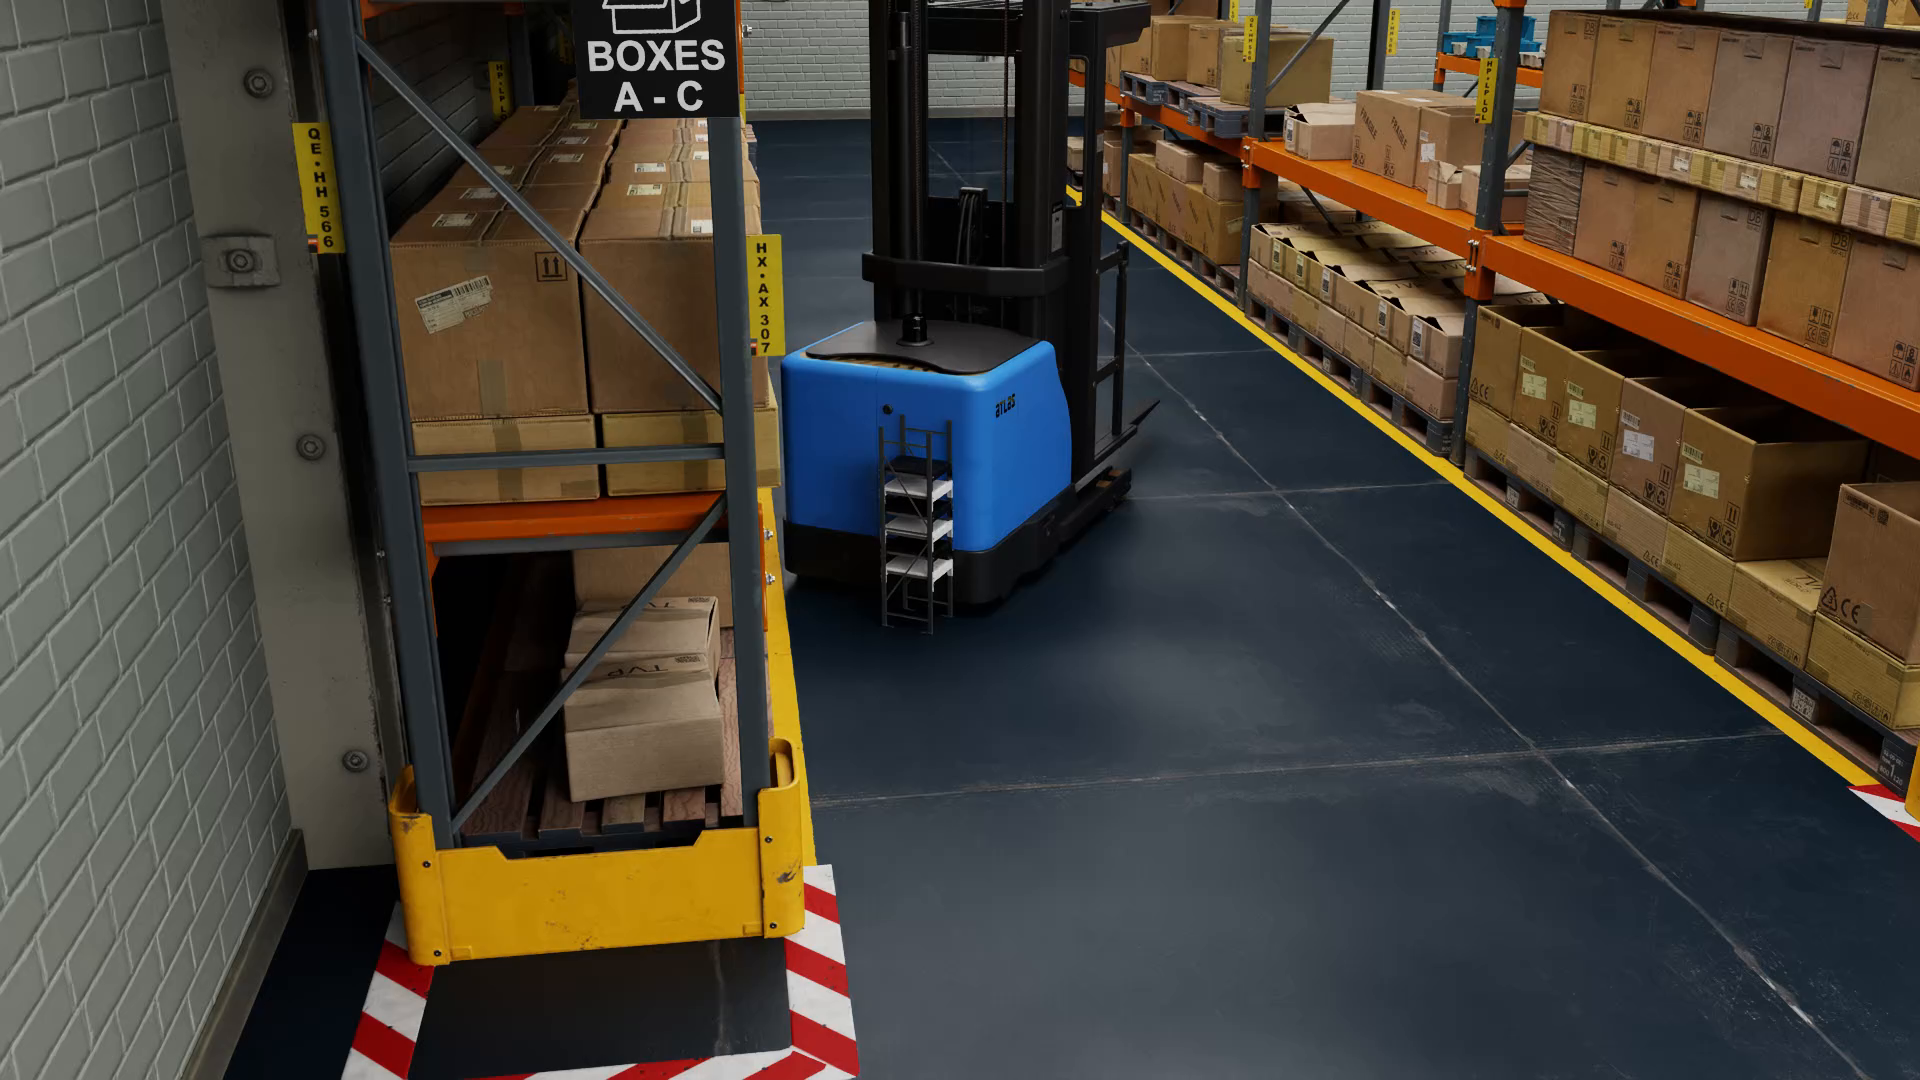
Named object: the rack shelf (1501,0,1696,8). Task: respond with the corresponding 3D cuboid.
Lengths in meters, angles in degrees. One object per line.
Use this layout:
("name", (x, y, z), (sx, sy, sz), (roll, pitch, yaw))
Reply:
("rack shelf", (3.555, -2.229, 6.637), (1.077, 0.370, 4.000), (-3, 21, -8))

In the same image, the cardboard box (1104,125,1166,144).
("cardboard box", (1.837, -4.310, 18.407), (0.797, 0.503, 0.637), (-3, 21, -8))

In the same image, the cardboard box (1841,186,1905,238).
("cardboard box", (3.489, -1.208, 6.092), (0.380, 0.149, 0.250), (-3, 21, -7))

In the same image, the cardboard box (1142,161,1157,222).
("cardboard box", (2.030, -3.294, 15.692), (0.500, 0.500, 0.500), (-3, 21, -7))

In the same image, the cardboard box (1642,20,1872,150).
("cardboard box", (3.482, -2.006, 7.302), (0.700, 0.500, 0.500), (-3, 21, -8))

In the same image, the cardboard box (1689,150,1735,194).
("cardboard box", (3.340, -1.565, 7.048), (0.380, 0.149, 0.250), (-3, 21, -8))

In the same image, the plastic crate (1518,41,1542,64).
("plastic crate", (6.382, -5.544, 18.926), (0.416, 0.233, 0.300), (-3, 21, -8))

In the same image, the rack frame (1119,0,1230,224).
("rack frame", (2.113, -4.623, 16.306), (1.000, 3.000, 0.127), (-3, 21, -8))

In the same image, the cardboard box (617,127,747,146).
("cardboard box", (-1.121, -1.397, 6.782), (0.500, 0.500, 0.500), (-4, 21, -9))

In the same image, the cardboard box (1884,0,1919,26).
("cardboard box", (11.295, -6.394, 19.767), (0.500, 0.500, 0.500), (-3, 21, -9))

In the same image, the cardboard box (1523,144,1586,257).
("cardboard box", (3.337, -1.746, 8.462), (0.700, 0.500, 0.500), (-3, 21, -9))

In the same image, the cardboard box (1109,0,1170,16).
("cardboard box", (1.784, -5.300, 16.547), (0.500, 0.500, 0.500), (-3, 21, -7))

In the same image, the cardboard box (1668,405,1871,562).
("cardboard box", (3.313, -0.244, 6.840), (0.500, 0.500, 0.500), (-3, 21, -8))

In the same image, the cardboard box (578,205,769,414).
("cardboard box", (-0.830, -0.688, 4.884), (0.500, 0.500, 0.500), (-3, 21, -8))

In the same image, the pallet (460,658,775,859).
("pallet", (-1.151, 0.780, 5.826), (1.003, 0.211, 1.213), (-3, 21, -8))

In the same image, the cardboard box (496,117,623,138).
("cardboard box", (-1.703, -1.540, 7.165), (0.500, 0.500, 0.500), (-3, 21, -8))

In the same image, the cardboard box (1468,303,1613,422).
("cardboard box", (3.024, -0.936, 8.694), (0.500, 0.500, 0.500), (-3, 21, -8))

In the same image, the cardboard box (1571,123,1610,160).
("cardboard box", (3.189, -1.925, 8.012), (0.380, 0.149, 0.250), (-3, 21, -9))

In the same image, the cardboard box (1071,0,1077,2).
("cardboard box", (1.490, -6.002, 18.427), (0.500, 0.500, 0.500), (-3, 21, -7))

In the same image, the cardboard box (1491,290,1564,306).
("cardboard box", (3.387, -1.353, 10.081), (0.500, 0.311, 0.500), (-3, 21, -8))

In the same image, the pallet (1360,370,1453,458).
("pallet", (3.122, -0.800, 10.055), (1.003, 0.211, 1.213), (-3, 21, -8))

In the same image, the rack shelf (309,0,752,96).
("rack shelf", (-1.347, -1.977, 5.965), (1.077, 0.370, 4.000), (-3, 21, -8))

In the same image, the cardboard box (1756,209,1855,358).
("cardboard box", (3.642, -1.031, 6.546), (0.700, 0.500, 0.500), (-3, 21, -7))

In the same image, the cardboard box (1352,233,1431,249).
("cardboard box", (3.091, -2.061, 11.974), (0.500, 0.311, 0.500), (-3, 21, -9))

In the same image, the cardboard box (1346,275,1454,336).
("cardboard box", (2.774, -1.503, 10.480), (0.500, 0.311, 0.500), (-3, 21, -8))

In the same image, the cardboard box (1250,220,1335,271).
("cardboard box", (2.475, -2.213, 12.382), (0.500, 0.311, 0.500), (-2, 21, -6))

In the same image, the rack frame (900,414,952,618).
("rack frame", (-0.144, -0.098, 7.192), (0.240, 0.900, 0.006), (9, 22, 23))

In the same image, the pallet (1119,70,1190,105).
("pallet", (2.121, -4.251, 15.584), (1.003, 0.211, 1.213), (-3, 21, -8))

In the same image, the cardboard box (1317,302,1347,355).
("cardboard box", (2.703, -1.419, 11.058), (0.500, 0.250, 0.500), (-2, 21, -7))

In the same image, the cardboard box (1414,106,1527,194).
("cardboard box", (3.096, -2.349, 10.075), (0.500, 0.500, 0.500), (-1, 21, -4))

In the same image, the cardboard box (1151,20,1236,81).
("cardboard box", (2.122, -4.456, 15.117), (0.700, 0.500, 0.500), (0, 20, 1))

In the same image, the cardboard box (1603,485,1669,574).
("cardboard box", (3.245, -0.066, 7.436), (0.500, 0.250, 0.500), (-3, 21, -8))

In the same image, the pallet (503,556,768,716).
("pallet", (-1.324, 0.359, 6.954), (1.003, 0.211, 1.213), (-3, 21, -8))

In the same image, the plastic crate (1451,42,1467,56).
("plastic crate", (6.113, -5.943, 20.133), (0.250, 0.136, 0.298), (-3, 21, -8))

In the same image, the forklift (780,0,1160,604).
("forklift", (0.257, -1.572, 8.237), (1.130, 2.935, 3.031), (9, 22, 23))

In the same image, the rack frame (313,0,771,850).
("rack frame", (-1.058, -0.217, 4.509), (1.000, 3.000, 0.127), (-3, 21, -8))

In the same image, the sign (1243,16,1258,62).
("sign", (2.154, -3.712, 12.327), (0.100, 0.325, 0.005), (-3, 21, -8))

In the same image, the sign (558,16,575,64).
("sign", (-2.760, -3.500, 11.645), (0.100, 0.325, 0.005), (-3, 21, -8))

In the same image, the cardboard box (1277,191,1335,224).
("cardboard box", (2.826, -2.626, 13.903), (0.500, 0.500, 0.500), (-4, 21, -10))

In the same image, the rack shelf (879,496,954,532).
("rack shelf", (-0.186, -0.119, 7.086), (0.258, 0.077, 0.200), (9, 22, 23))

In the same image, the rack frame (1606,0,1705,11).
("rack frame", (7.016, -4.871, 16.971), (1.000, 3.000, 0.127), (-3, 21, -8))

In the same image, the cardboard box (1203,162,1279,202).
("cardboard box", (2.311, -2.955, 13.714), (0.500, 0.250, 0.500), (-2, 21, -6))

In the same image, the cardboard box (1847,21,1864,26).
("cardboard box", (11.224, -6.216, 20.360), (0.500, 0.250, 0.500), (-3, 21, -8))

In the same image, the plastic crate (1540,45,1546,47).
("plastic crate", (6.763, -5.786, 19.713), (0.396, 0.136, 0.243), (-3, 21, -8))

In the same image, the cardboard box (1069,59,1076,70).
("cardboard box", (1.489, -5.535, 18.606), (0.500, 0.500, 0.500), (-3, 21, -8))

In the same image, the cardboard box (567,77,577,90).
("cardboard box", (-1.874, -2.453, 9.725), (0.700, 0.500, 0.500), (0, 20, 0))

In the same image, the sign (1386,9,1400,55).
("sign", (3.239, -3.809, 12.473), (0.100, 0.325, 0.005), (-3, 21, -8))

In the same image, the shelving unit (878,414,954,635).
("shelving unit", (-0.186, -0.066, 7.105), (0.258, 0.900, 0.210), (9, 22, 23))

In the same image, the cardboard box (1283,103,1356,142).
("cardboard box", (2.699, -3.068, 12.270), (0.500, 0.311, 0.500), (-2, 21, -4))

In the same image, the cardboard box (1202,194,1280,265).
("cardboard box", (2.323, -2.585, 13.794), (0.500, 0.500, 0.500), (-2, 21, -6))

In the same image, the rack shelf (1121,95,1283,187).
("rack shelf", (2.402, -3.593, 14.578), (1.077, 0.370, 4.000), (-3, 21, -8))

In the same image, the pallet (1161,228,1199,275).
("pallet", (2.447, -2.613, 14.912), (1.003, 0.211, 1.213), (-3, 21, -8))

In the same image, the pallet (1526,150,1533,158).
("pallet", (6.519, -4.662, 20.398), (1.003, 0.211, 1.213), (-3, 21, -8))

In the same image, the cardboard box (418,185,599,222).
("cardboard box", (-1.399, -0.834, 5.277), (0.500, 0.500, 0.500), (-3, 21, -7))
